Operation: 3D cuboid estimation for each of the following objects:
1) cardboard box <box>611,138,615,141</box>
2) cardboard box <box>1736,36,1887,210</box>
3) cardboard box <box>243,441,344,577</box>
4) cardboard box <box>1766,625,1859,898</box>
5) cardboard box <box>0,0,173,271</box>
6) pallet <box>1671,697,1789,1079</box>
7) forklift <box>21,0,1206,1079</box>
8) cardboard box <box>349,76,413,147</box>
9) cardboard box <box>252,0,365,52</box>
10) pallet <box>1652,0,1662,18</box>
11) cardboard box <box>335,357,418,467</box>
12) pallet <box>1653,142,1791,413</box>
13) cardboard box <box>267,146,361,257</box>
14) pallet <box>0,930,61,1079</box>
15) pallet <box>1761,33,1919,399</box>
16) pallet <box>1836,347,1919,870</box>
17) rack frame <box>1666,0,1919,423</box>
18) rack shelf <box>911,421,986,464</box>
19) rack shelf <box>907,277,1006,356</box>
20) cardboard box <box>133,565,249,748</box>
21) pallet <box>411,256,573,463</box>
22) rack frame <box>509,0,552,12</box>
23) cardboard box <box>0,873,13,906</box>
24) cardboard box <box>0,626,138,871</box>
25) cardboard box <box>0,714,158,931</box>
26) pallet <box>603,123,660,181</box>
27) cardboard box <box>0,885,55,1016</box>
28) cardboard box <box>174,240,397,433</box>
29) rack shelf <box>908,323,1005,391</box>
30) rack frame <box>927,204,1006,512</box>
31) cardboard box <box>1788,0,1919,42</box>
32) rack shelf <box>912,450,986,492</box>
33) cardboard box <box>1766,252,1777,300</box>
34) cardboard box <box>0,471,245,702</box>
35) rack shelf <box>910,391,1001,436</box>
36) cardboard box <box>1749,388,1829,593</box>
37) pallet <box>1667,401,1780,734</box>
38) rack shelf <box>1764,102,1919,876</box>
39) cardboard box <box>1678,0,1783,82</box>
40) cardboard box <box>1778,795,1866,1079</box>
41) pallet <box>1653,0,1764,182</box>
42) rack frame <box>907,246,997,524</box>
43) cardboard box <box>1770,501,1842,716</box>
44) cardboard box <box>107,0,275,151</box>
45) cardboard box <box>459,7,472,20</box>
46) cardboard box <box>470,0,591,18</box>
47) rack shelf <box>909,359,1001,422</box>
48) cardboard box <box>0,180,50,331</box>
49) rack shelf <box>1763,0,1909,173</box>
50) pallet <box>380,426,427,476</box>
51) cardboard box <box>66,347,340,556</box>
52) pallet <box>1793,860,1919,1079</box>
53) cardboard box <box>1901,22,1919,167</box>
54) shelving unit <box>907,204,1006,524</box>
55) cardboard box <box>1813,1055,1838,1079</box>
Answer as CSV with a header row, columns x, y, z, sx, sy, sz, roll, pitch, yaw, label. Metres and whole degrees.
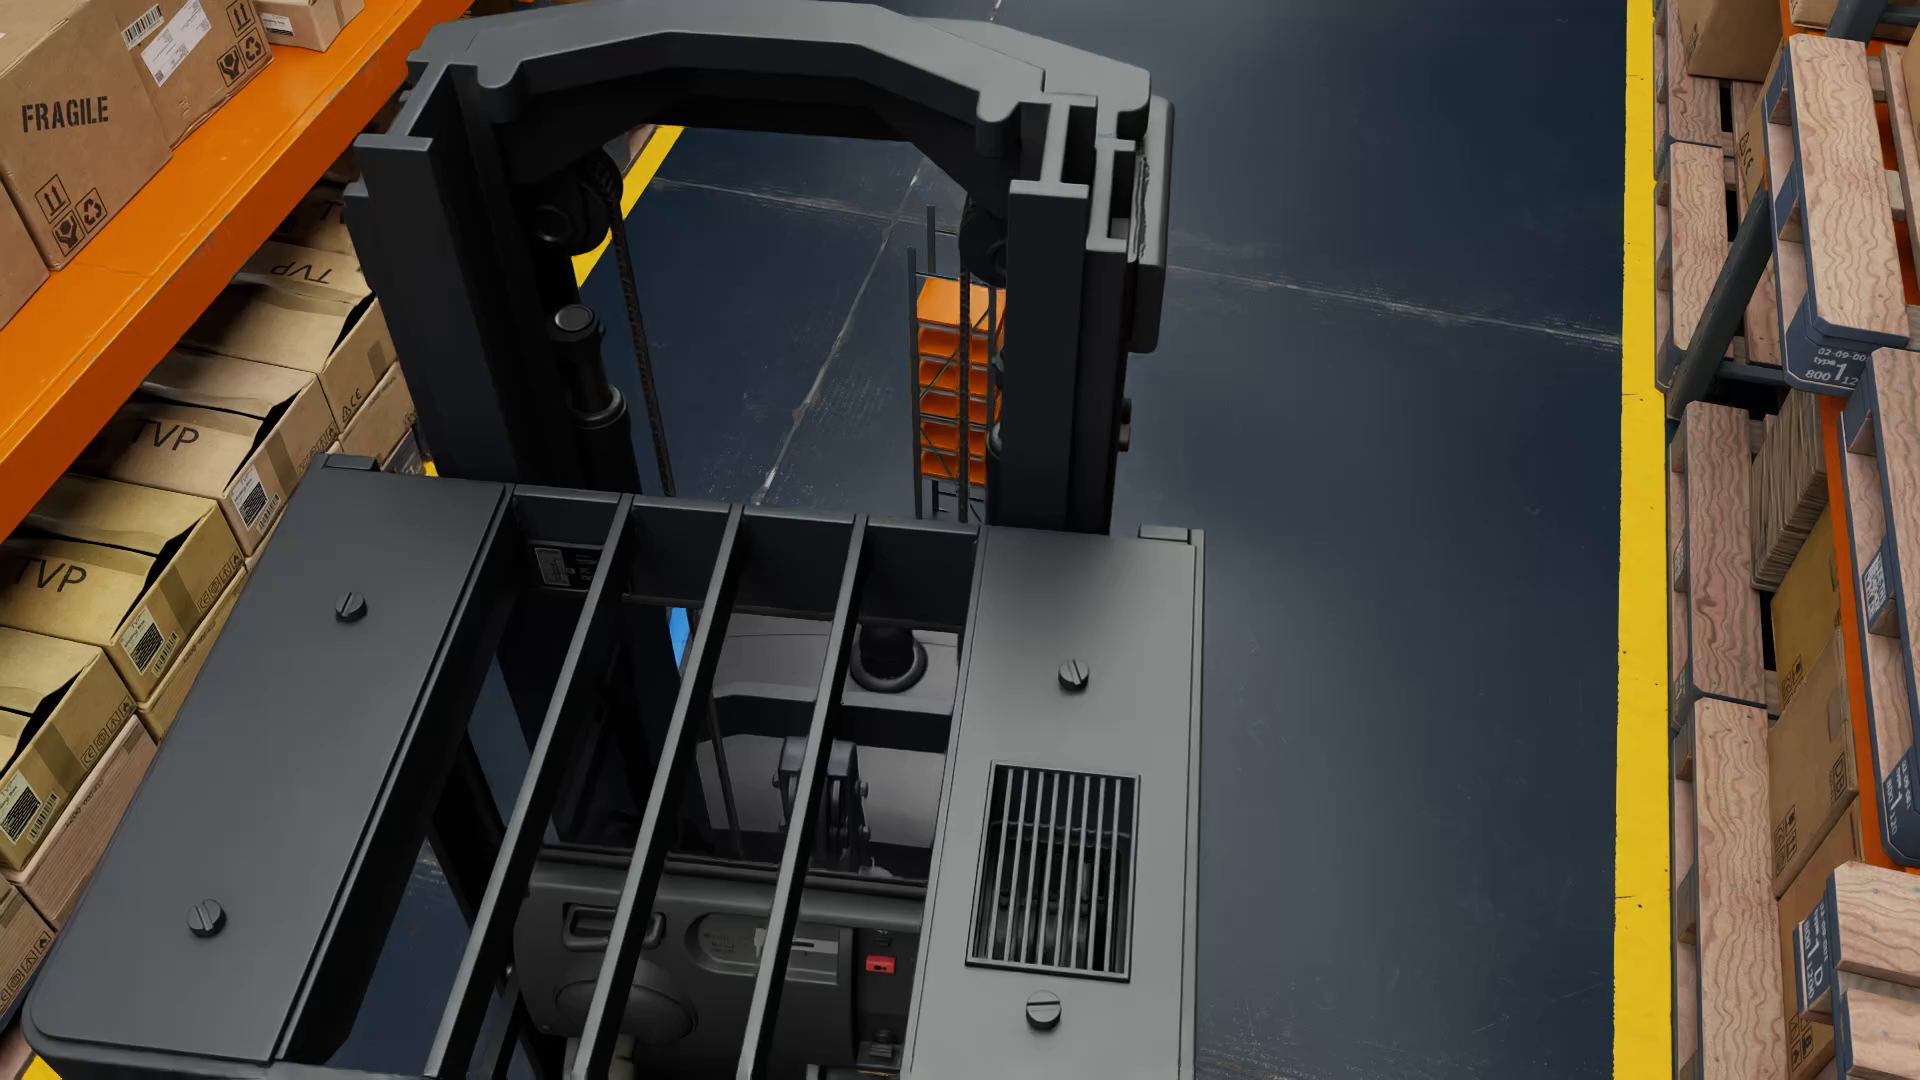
x,y,z,sx,sy,sz,roll,pitch,yaw,label
-1.487,-1.821,6.410,0.500,0.250,0.500,12,50,10,cardboard box
3.113,-1.418,5.875,0.500,0.500,0.500,8,49,7,cardboard box
-2.136,-0.084,4.878,0.500,0.250,0.500,12,50,11,cardboard box
2.440,0.621,4.075,0.700,0.500,0.500,12,50,10,cardboard box
-2.390,-1.053,4.112,0.500,0.500,0.500,12,50,10,cardboard box
2.356,1.030,4.200,1.003,0.211,1.213,12,50,10,pallet
-0.285,0.848,2.547,1.130,2.935,3.031,5,49,4,forklift
-1.732,-1.381,5.648,0.500,0.311,0.500,12,50,10,cardboard box
-1.956,-1.599,4.750,0.396,0.266,0.258,10,49,9,cardboard box
3.663,-2.676,7.471,1.003,0.211,1.213,12,50,10,pallet
-2.000,-0.452,5.202,0.500,0.250,0.500,13,50,11,cardboard box
3.021,-0.911,5.913,1.003,0.211,1.213,12,50,10,pallet
-1.863,-1.004,5.315,0.500,0.311,0.500,13,50,11,cardboard box
-2.700,0.912,4.304,1.003,0.211,1.213,12,50,10,pallet
2.537,-0.754,4.042,1.003,0.211,1.213,12,50,10,pallet
2.307,0.176,3.222,1.003,0.211,1.213,12,50,10,pallet
2.878,-1.341,4.433,1.000,3.000,0.127,12,50,10,rack frame
0.004,-0.299,4.933,0.258,0.103,0.180,12,50,10,rack shelf
0.004,-0.616,4.573,0.258,0.103,0.180,12,50,10,rack shelf
-2.271,0.286,4.550,0.500,0.250,0.500,10,49,9,cardboard box
-2.058,-0.853,5.862,1.003,0.211,1.213,12,50,10,pallet
-1.902,-2.316,5.293,1.000,3.000,0.127,12,50,10,rack frame
-2.533,0.842,3.686,0.500,0.311,0.500,13,50,11,cardboard box
-2.403,0.460,4.023,0.500,0.311,0.500,10,49,9,cardboard box
-2.402,0.664,4.217,0.500,0.250,0.500,10,49,9,cardboard box
-1.652,-1.960,6.839,1.003,0.211,1.213,12,50,10,pallet
-2.533,1.027,3.896,0.500,0.250,0.500,11,50,10,cardboard box
-1.996,-0.643,4.997,0.500,0.311,0.500,11,50,10,cardboard box
0.004,-0.537,4.663,0.258,0.103,0.180,12,50,10,rack shelf
0.028,-0.474,4.868,0.240,1.200,0.006,12,50,10,rack frame
2.710,-1.700,4.837,0.500,0.250,0.500,12,50,10,cardboard box
0.004,-0.219,5.023,0.258,0.103,0.180,12,50,10,rack shelf
2.990,-0.942,5.677,0.380,0.166,0.250,6,49,5,cardboard box
-2.267,0.092,4.348,0.500,0.311,0.500,10,49,9,cardboard box
0.004,-0.378,4.843,0.258,0.103,0.180,12,50,10,rack shelf
2.701,-0.124,4.732,0.700,0.500,0.500,13,50,11,cardboard box
2.675,0.145,4.981,1.003,0.211,1.213,12,50,10,pallet
2.352,0.344,3.426,1.077,0.370,4.000,12,50,10,rack shelf
3.271,-2.137,6.509,0.700,0.500,0.500,9,49,8,cardboard box
2.316,0.988,3.751,0.700,0.500,0.500,11,50,10,cardboard box
3.340,-1.796,6.695,1.003,0.211,1.213,12,50,10,pallet
-0.020,-0.341,4.751,0.240,1.200,0.006,12,50,10,rack frame
2.613,0.260,4.394,0.700,0.500,0.500,11,49,9,cardboard box
-2.258,-1.416,4.432,0.500,0.500,0.500,15,50,13,cardboard box
-1.991,-1.924,6.501,0.500,0.250,0.500,12,50,10,cardboard box
-1.478,-2.067,6.127,0.500,0.500,0.500,12,50,10,cardboard box
0.004,-0.458,4.753,0.258,0.103,0.180,12,50,10,rack shelf
-2.529,-0.673,3.776,0.500,0.500,0.500,9,49,8,cardboard box
3.405,-2.550,5.979,1.077,0.370,4.000,12,50,10,rack shelf
-2.377,0.033,5.080,1.003,0.211,1.213,12,50,10,pallet
-2.132,-0.280,4.676,0.500,0.311,0.500,11,49,10,cardboard box
1.910,1.079,2.425,1.213,0.211,1.003,12,50,10,pallet
2.711,-1.158,3.912,0.700,0.500,0.500,12,50,10,cardboard box
0.004,-0.407,4.809,0.258,1.200,0.189,12,50,10,shelving unit
2.212,1.353,3.429,0.700,0.500,0.500,11,50,10,cardboard box
